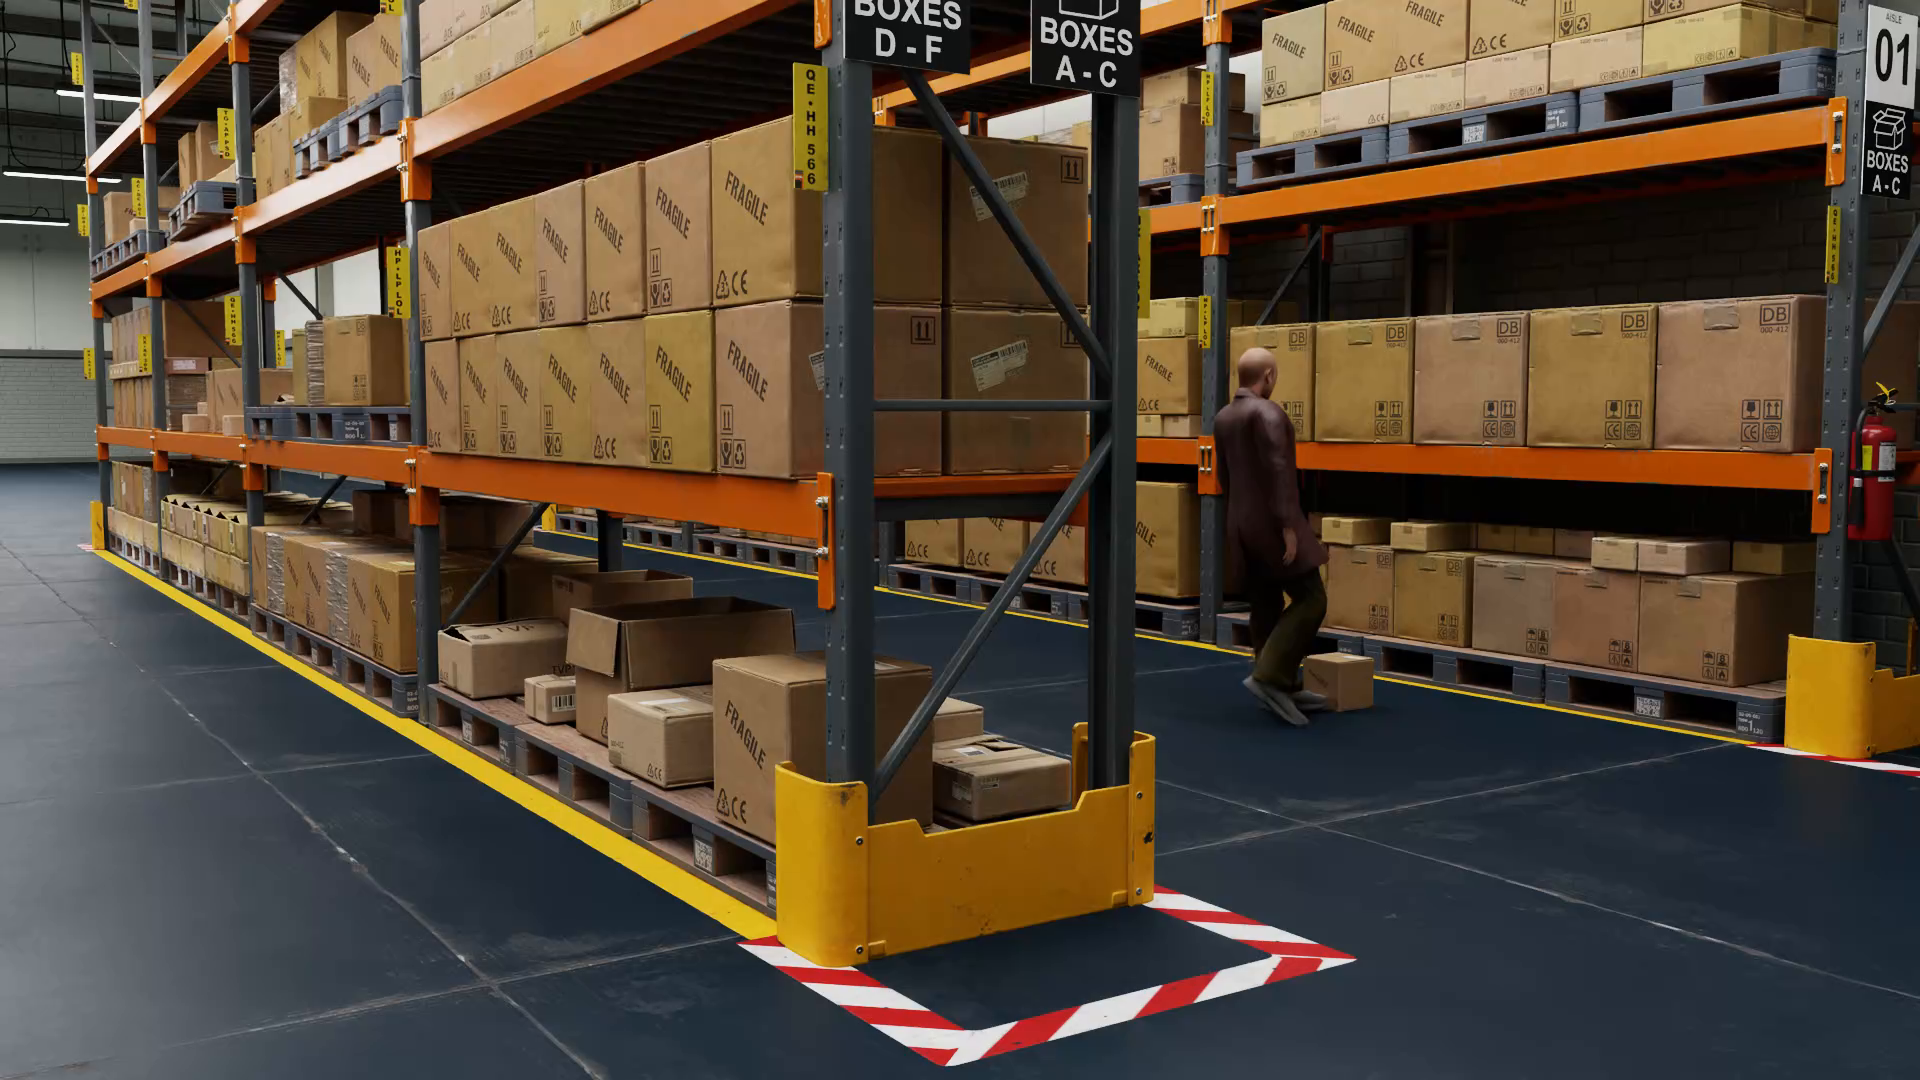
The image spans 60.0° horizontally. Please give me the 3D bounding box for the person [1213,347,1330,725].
[{"bbox_3d":[1.568,0.073,8.089,0.563,1.622,0.629,-2,5,-22],"label":"person"}]
